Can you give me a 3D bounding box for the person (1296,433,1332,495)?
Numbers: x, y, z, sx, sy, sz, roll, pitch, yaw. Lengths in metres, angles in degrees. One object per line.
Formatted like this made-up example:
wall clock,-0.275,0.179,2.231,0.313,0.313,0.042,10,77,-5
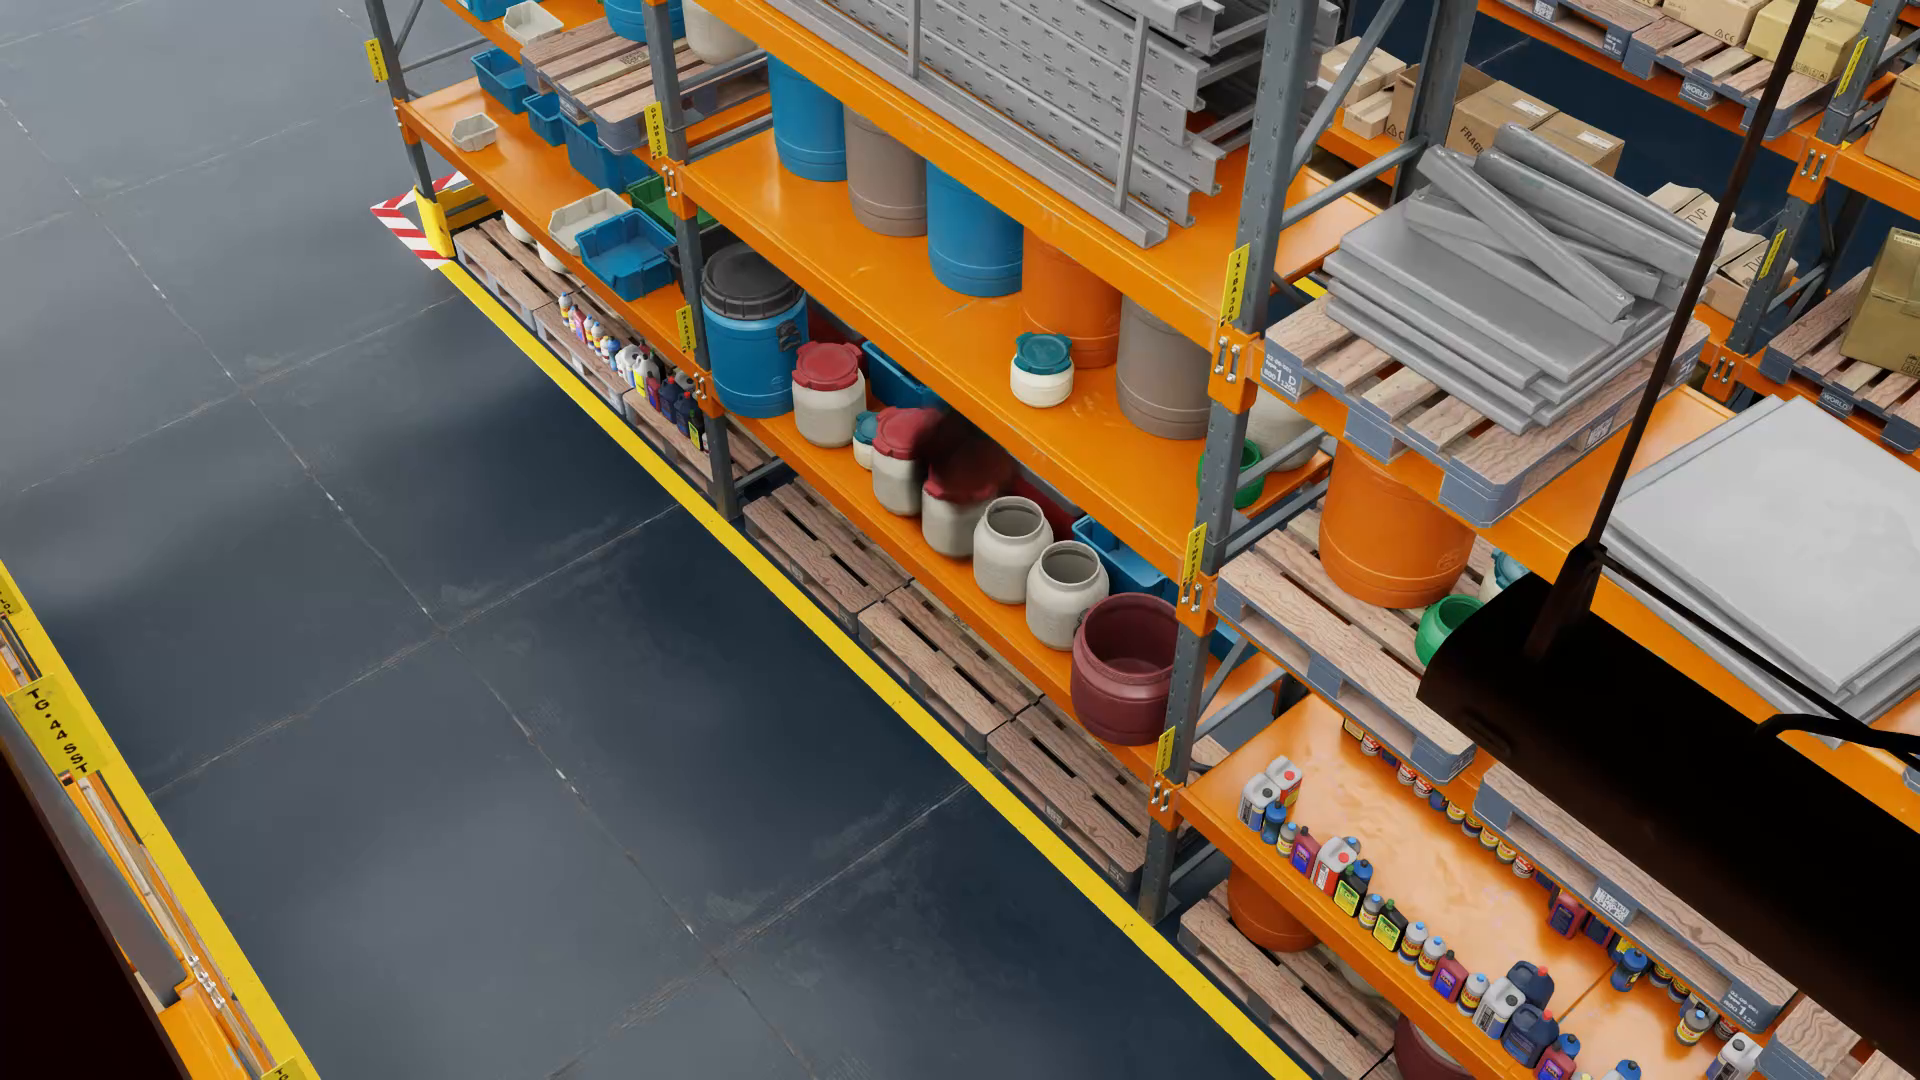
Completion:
person,2.429,-0.733,10.160,0.613,1.626,1.037,-35,56,-28
